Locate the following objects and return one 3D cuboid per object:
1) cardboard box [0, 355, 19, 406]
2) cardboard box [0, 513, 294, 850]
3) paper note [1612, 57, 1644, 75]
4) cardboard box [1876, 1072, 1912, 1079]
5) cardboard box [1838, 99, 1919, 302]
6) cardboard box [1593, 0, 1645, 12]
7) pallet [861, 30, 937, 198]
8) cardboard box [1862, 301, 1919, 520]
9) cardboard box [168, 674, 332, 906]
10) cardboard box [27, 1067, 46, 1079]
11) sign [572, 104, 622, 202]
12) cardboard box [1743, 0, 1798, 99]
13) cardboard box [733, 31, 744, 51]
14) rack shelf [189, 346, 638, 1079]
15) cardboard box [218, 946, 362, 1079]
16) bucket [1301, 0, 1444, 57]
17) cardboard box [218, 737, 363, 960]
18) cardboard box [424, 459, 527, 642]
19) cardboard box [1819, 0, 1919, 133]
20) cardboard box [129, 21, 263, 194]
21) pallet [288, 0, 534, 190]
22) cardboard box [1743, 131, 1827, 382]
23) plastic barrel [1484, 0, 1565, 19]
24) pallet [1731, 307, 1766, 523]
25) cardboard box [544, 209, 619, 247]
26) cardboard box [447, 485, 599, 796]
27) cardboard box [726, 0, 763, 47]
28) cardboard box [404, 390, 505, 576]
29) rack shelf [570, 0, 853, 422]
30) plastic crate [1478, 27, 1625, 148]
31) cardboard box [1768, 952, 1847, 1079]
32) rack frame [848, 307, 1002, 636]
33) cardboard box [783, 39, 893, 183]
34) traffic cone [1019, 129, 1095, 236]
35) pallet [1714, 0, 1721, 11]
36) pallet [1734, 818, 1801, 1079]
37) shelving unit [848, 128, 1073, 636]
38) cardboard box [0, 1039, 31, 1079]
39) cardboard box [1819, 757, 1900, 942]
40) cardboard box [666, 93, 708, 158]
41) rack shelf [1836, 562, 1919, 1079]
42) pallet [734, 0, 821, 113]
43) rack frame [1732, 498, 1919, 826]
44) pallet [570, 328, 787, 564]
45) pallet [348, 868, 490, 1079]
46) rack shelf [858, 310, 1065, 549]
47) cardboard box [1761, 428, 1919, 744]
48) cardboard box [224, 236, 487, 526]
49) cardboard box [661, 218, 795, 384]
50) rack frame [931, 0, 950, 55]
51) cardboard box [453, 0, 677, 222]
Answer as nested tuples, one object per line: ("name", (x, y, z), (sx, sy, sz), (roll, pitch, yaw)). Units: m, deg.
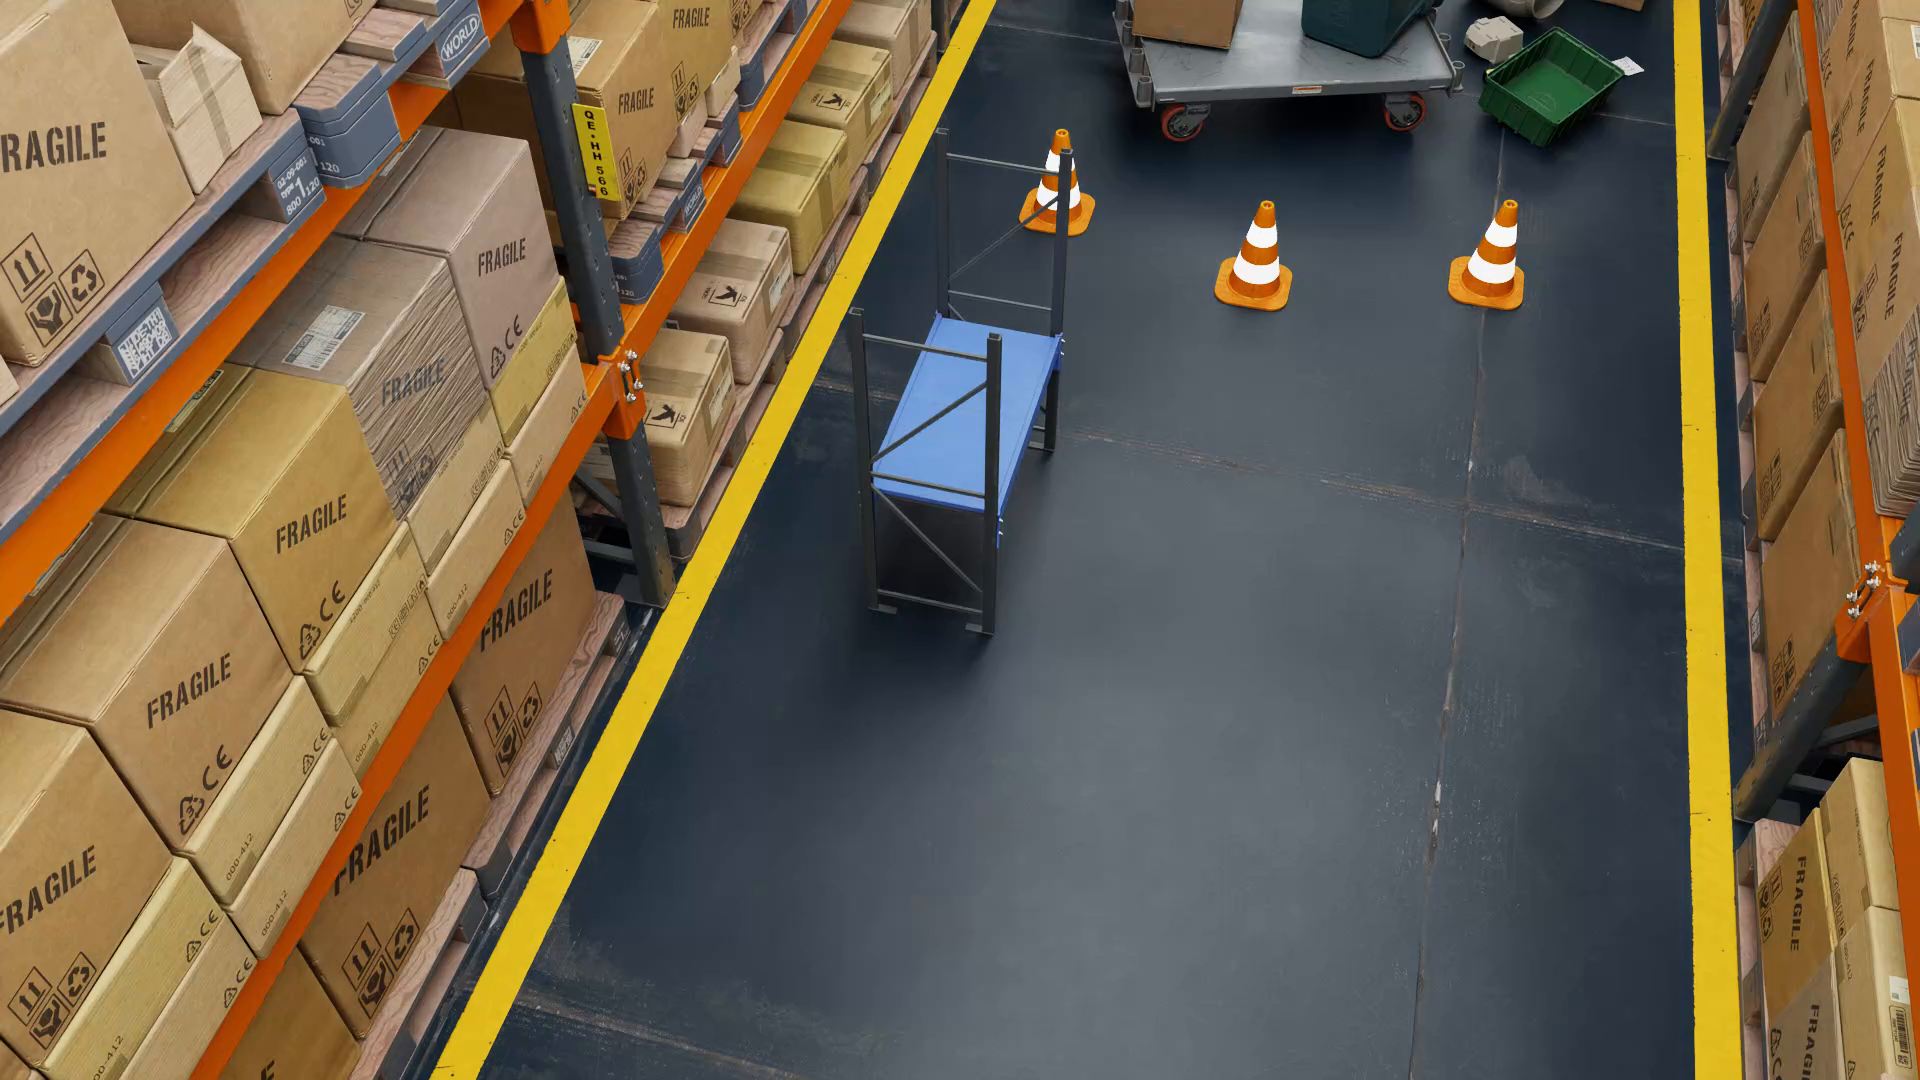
("cardboard box", (-1.839, -0.308, 2.749), (0.396, 0.266, 0.258), (15, 50, 13))
("cardboard box", (-1.893, 0.295, 3.675), (0.500, 0.500, 0.500), (11, 49, 9))
("paper note", (3.553, -2.534, 8.885), (0.147, 0.020, 0.142), (-19, 51, -16))
("cardboard box", (2.506, 1.655, 4.095), (0.500, 0.250, 0.500), (12, 50, 10))
("cardboard box", (3.321, -1.092, 5.566), (0.500, 0.500, 0.500), (11, 49, 9))
("cardboard box", (3.668, -3.351, 9.291), (0.500, 0.500, 0.500), (19, 51, 16))
("pallet", (-0.756, -2.269, 8.531), (1.003, 0.211, 1.213), (12, 50, 10))
("cardboard box", (3.056, -0.370, 4.928), (0.500, 0.500, 0.500), (12, 50, 10))
("cardboard box", (-1.870, 0.544, 3.955), (0.500, 0.250, 0.500), (10, 49, 9))
("cardboard box", (-2.160, 1.270, 3.314), (0.500, 0.250, 0.500), (12, 50, 11))
("sign", (-1.069, -1.138, 4.900), (0.100, 0.325, 0.005), (12, 50, 10))
("cardboard box", (4.483, -2.729, 8.214), (0.875, 0.875, 0.875), (12, 50, 11))
("cardboard box", (-1.037, -1.888, 6.222), (0.380, 0.149, 0.250), (14, 50, 12))
("rack shelf", (-2.132, 0.822, 4.422), (1.077, 0.370, 4.000), (12, 50, 10))
("cardboard box", (-2.342, 1.476, 4.503), (0.875, 0.875, 0.875), (13, 50, 11))
("bucket", (2.061, -2.825, 8.331), (0.726, 0.611, 0.620), (28, 64, 22))
("cardboard box", (-1.862, 0.713, 4.139), (0.500, 0.250, 0.500), (11, 49, 9))
("cardboard box", (-1.607, -0.023, 4.788), (0.500, 0.250, 0.500), (12, 50, 11))
("cardboard box", (3.585, -1.831, 6.218), (0.500, 0.500, 0.500), (11, 50, 10))
("cardboard box", (-1.630, -0.884, 3.257), (0.396, 0.266, 0.258), (10, 49, 9))
("pallet", (-1.724, -1.316, 3.955), (1.213, 0.211, 1.003), (14, 50, 12))
("cardboard box", (3.915, -1.083, 6.844), (1.050, 0.750, 0.750), (12, 50, 10))
("plastic barrel", (3.068, -3.123, 9.142), (0.421, 0.421, 0.512), (-27, 54, -22))
("pallet", (3.800, -0.471, 6.944), (1.003, 0.211, 1.213), (12, 50, 10))
("cardboard box", (-1.340, -1.116, 5.541), (0.380, 0.149, 0.250), (9, 49, 8))
("cardboard box", (-1.867, 0.185, 5.642), (0.875, 0.875, 0.875), (11, 50, 10))
("cardboard box", (-1.000, -2.176, 6.044), (0.500, 0.500, 0.500), (12, 50, 11))
("cardboard box", (-1.619, -0.206, 4.617), (0.500, 0.250, 0.500), (10, 49, 9))
("rack shelf", (-1.079, -2.071, 6.976), (1.077, 0.370, 4.000), (12, 50, 10))
("plastic crate", (3.031, -2.325, 8.557), (0.662, 0.188, 0.450), (-37, 68, -28))
("cardboard box", (2.636, 1.555, 4.683), (0.500, 0.500, 0.500), (12, 50, 10))
("rack frame", (-0.111, -0.190, 5.836), (0.500, 1.500, 0.032), (12, 50, 10))
("cardboard box", (-0.874, -2.124, 8.016), (0.950, 0.372, 0.625), (14, 50, 12))
("traffic cone", (0.472, -1.743, 7.898), (0.336, 0.463, 0.334), (12, 50, 10))
("pallet", (4.844, -3.349, 9.484), (1.003, 0.211, 1.213), (12, 50, 10))
("pallet", (2.990, 1.529, 5.178), (1.003, 0.211, 1.213), (12, 50, 10))
("shelving unit", (0.022, -0.558, 6.161), (0.538, 1.500, 1.048), (12, 50, 10))
("cardboard box", (-2.158, 1.032, 3.024), (0.500, 0.500, 0.500), (11, 50, 10))
("cardboard box", (2.782, 0.933, 4.732), (0.500, 0.250, 0.500), (10, 49, 8))
("cardboard box", (-1.117, -1.503, 5.882), (0.380, 0.149, 0.250), (9, 49, 8))
("rack shelf", (2.670, 1.726, 3.624), (1.077, 0.370, 4.000), (12, 50, 10))
("pallet", (-1.124, -2.239, 6.772), (1.003, 0.211, 1.213), (12, 50, 10))
("rack frame", (3.197, 0.042, 4.632), (1.000, 3.000, 0.127), (12, 50, 10))
("pallet", (-1.398, -0.504, 6.973), (1.003, 0.211, 1.213), (12, 50, 10))
("pallet", (-2.209, 1.496, 5.208), (1.003, 0.211, 1.213), (12, 50, 10))
("rack shelf", (0.022, -0.439, 6.296), (0.538, 0.185, 1.000), (12, 50, 10))
("cardboard box", (3.444, 0.224, 5.691), (1.050, 0.750, 0.750), (11, 49, 10))
("cardboard box", (-1.616, -0.428, 4.312), (0.500, 0.500, 0.500), (12, 50, 11))
("cardboard box", (-1.260, -1.074, 7.088), (0.950, 0.372, 0.625), (11, 49, 9))
("rack frame", (-0.552, -3.755, 7.983), (1.000, 3.000, 0.127), (12, 50, 10))
("cardboard box", (-1.264, -1.412, 5.370), (0.500, 0.500, 0.500), (10, 49, 9))
